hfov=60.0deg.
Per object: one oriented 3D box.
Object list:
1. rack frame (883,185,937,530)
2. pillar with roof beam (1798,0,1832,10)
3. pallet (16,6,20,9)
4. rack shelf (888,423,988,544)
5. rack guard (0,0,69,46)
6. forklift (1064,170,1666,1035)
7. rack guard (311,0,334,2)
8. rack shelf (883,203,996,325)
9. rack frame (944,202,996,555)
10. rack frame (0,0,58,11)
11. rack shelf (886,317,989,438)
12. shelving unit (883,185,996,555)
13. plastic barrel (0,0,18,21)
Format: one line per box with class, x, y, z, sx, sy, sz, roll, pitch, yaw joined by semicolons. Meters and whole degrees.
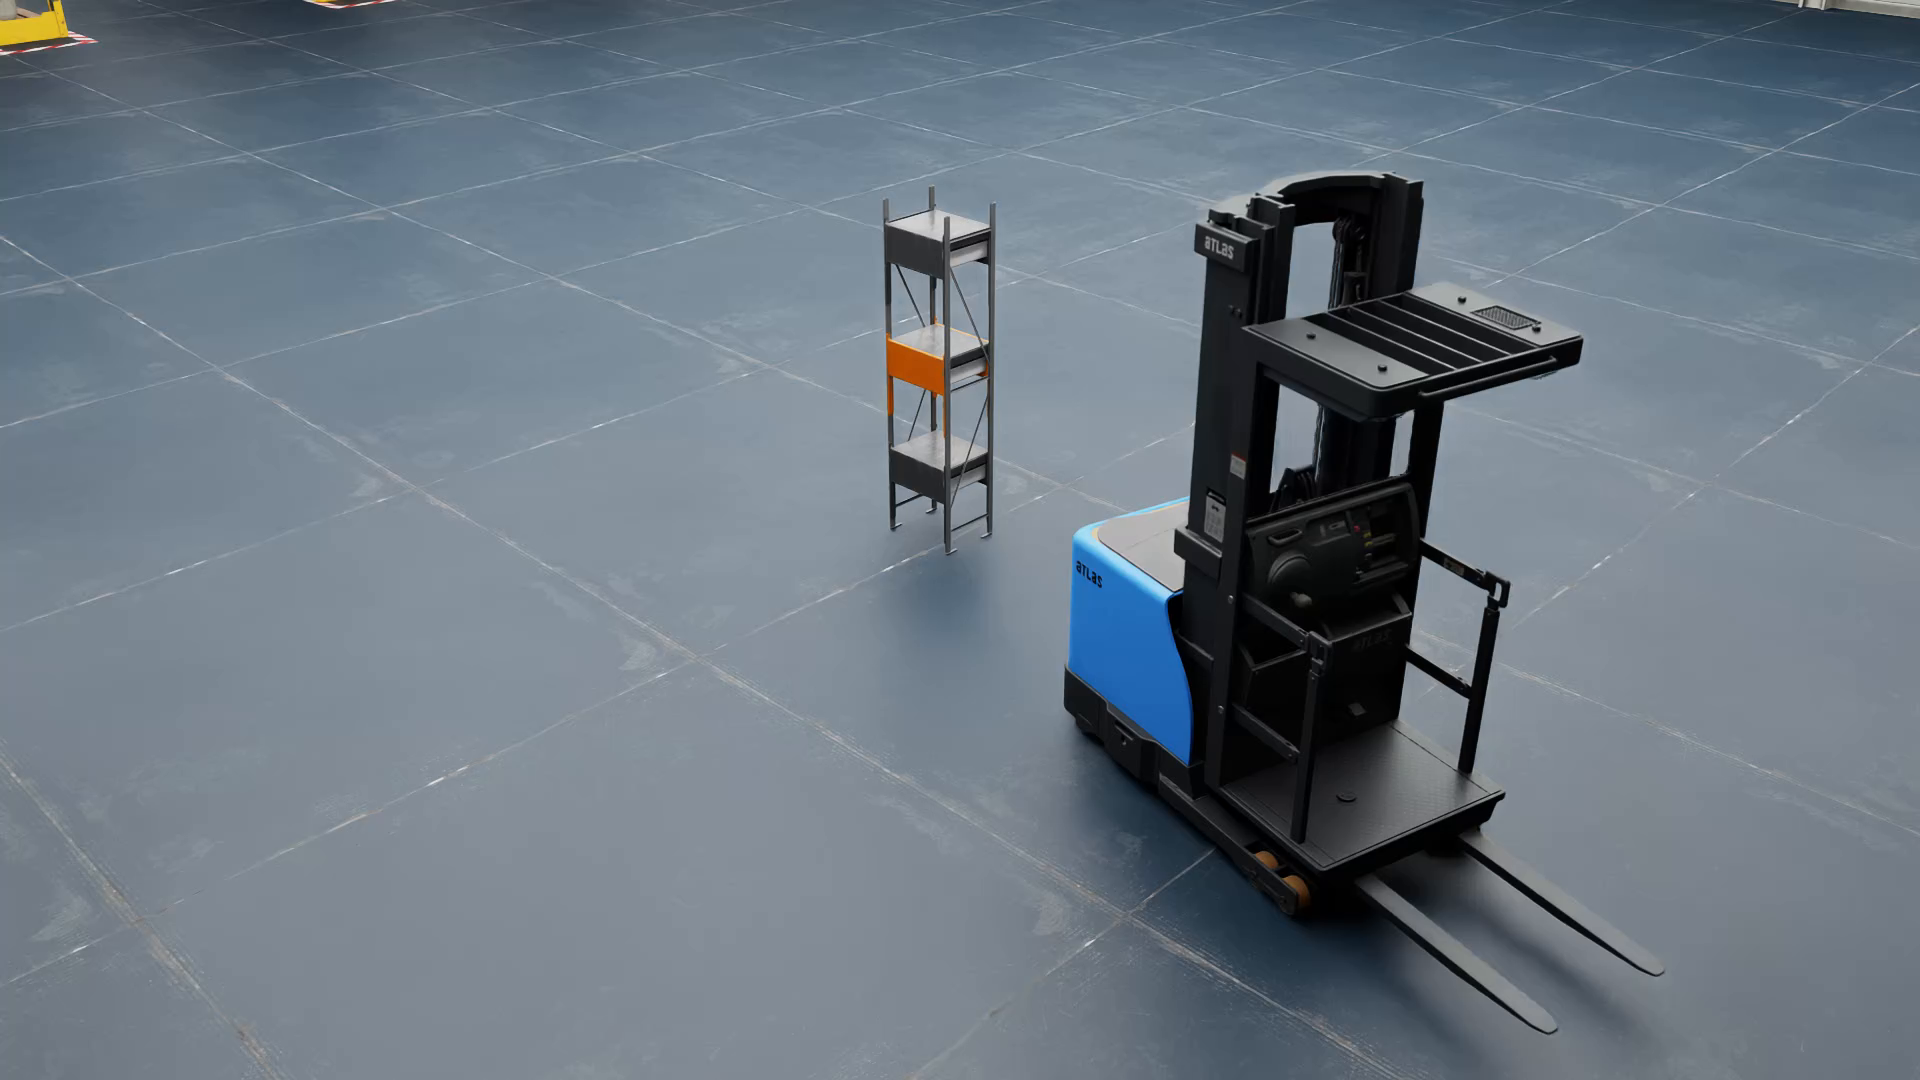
rack frame;-0.292;-1.063;10.015;0.015;2.100;0.400;25;36;38
pillar with roof beam;10.471;-10.964;21.432;0.400;9.000;9.100;25;36;38
pallet;-14.908;-7.943;25.130;1.213;0.211;1.003;25;36;38
rack shelf;-0.118;-0.352;10.196;0.480;0.518;0.431;25;36;38
rack guard;-13.467;-7.406;23.798;0.348;0.500;1.175;25;36;38
forklift;1.718;0.071;6.965;1.130;2.935;3.031;-16;32;-27
rack guard;-9.961;-9.066;26.954;0.348;0.500;1.175;25;36;38
rack shelf;-0.118;-1.591;9.545;0.480;0.518;0.431;25;36;38
rack frame;0.056;-0.904;9.713;0.015;2.100;0.400;25;36;38
rack frame;-13.379;-8.503;23.199;0.127;3.000;1.000;25;36;38
rack shelf;-0.118;-0.971;9.870;0.480;0.518;0.431;25;36;38
shelving unit;-0.118;-0.983;9.864;0.503;2.100;0.431;25;36;38
plastic barrel;-13.902;-7.778;24.040;0.421;0.512;0.421;0;28;0
